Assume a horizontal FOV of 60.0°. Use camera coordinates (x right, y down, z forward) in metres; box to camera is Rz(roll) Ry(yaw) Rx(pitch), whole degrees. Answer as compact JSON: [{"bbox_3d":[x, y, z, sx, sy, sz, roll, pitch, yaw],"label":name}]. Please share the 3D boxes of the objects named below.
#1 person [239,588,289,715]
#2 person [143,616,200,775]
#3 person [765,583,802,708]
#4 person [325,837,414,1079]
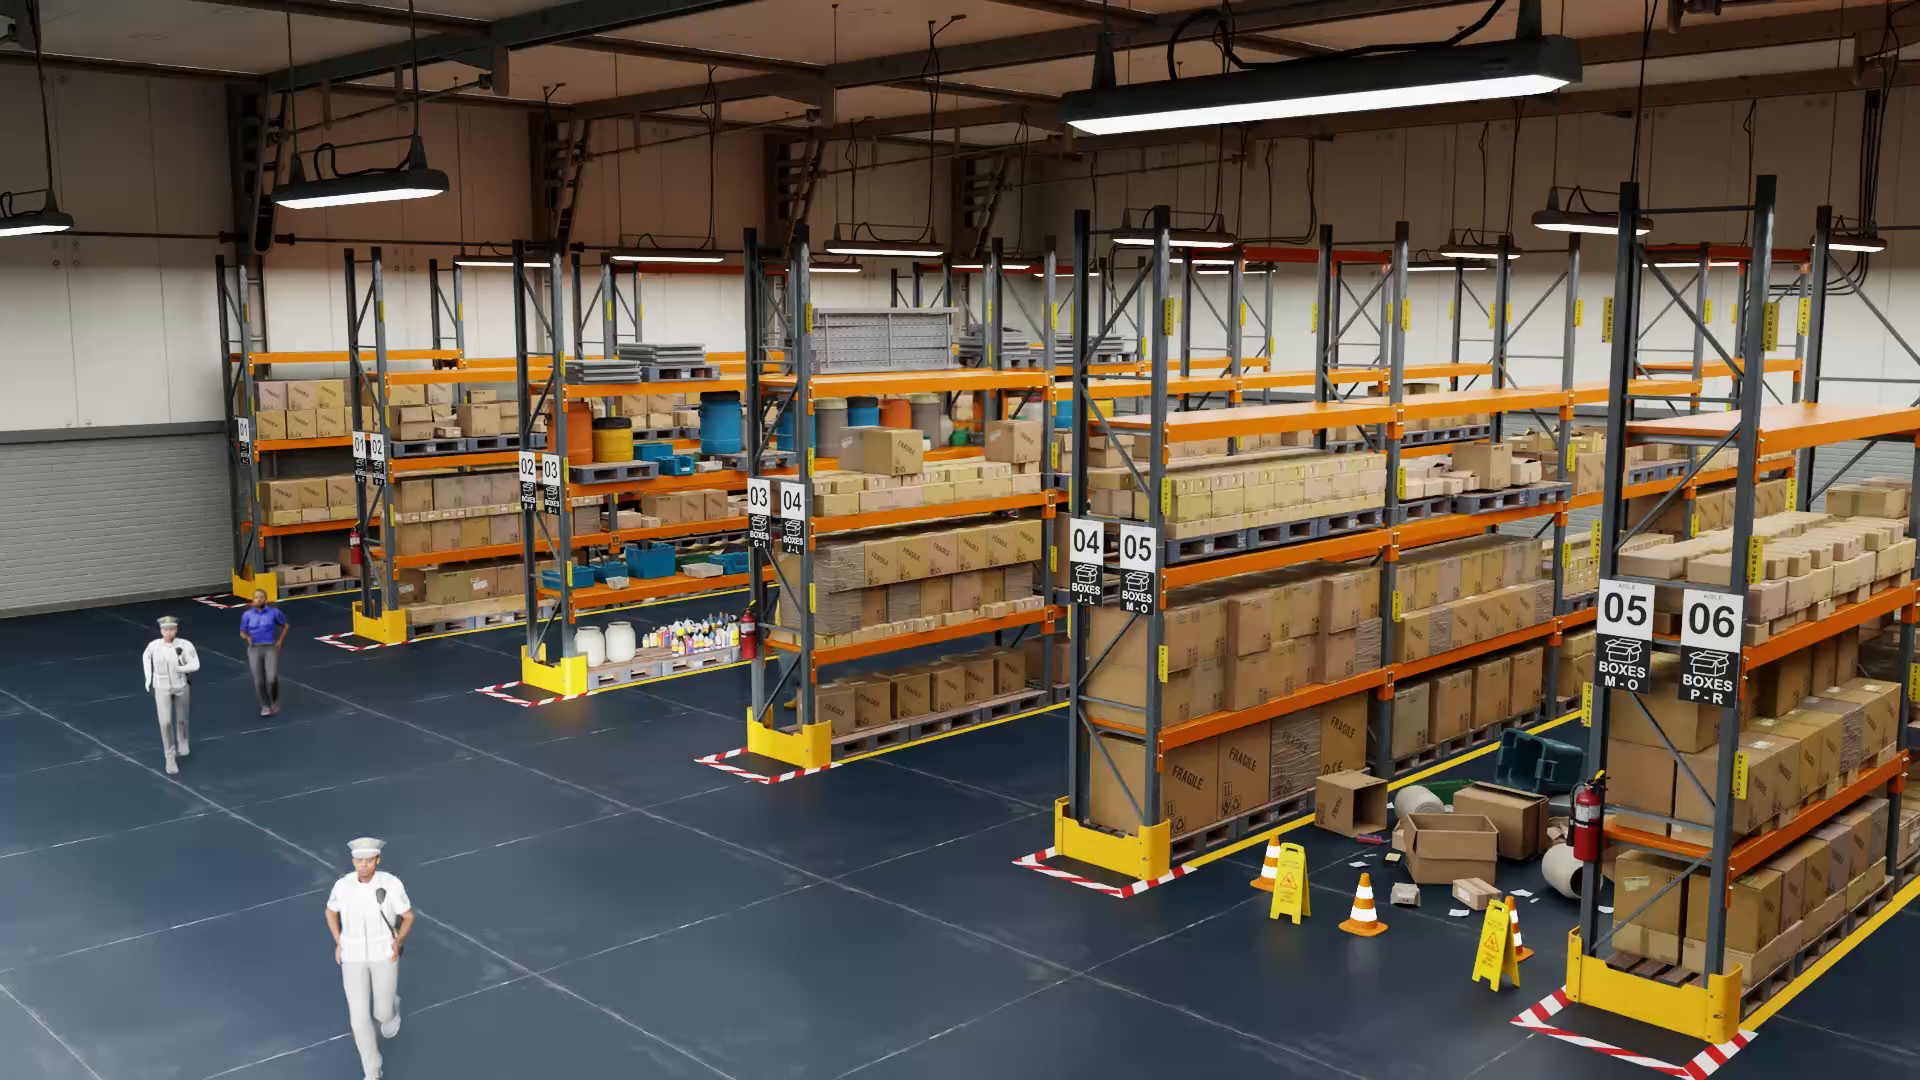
[{"bbox_3d":[-8.699,1.427,20.788,0.563,1.607,0.572,-2,8,-17],"label":"person"},{"bbox_3d":[-8.825,1.689,18.656,0.580,1.739,0.849,-4,9,-24],"label":"person"},{"bbox_3d":[-2.166,1.309,21.199,0.733,1.720,0.582,7,11,41],"label":"person"},{"bbox_3d":[-3.961,2.786,11.179,0.577,1.686,0.760,-2,8,-12],"label":"person"}]
